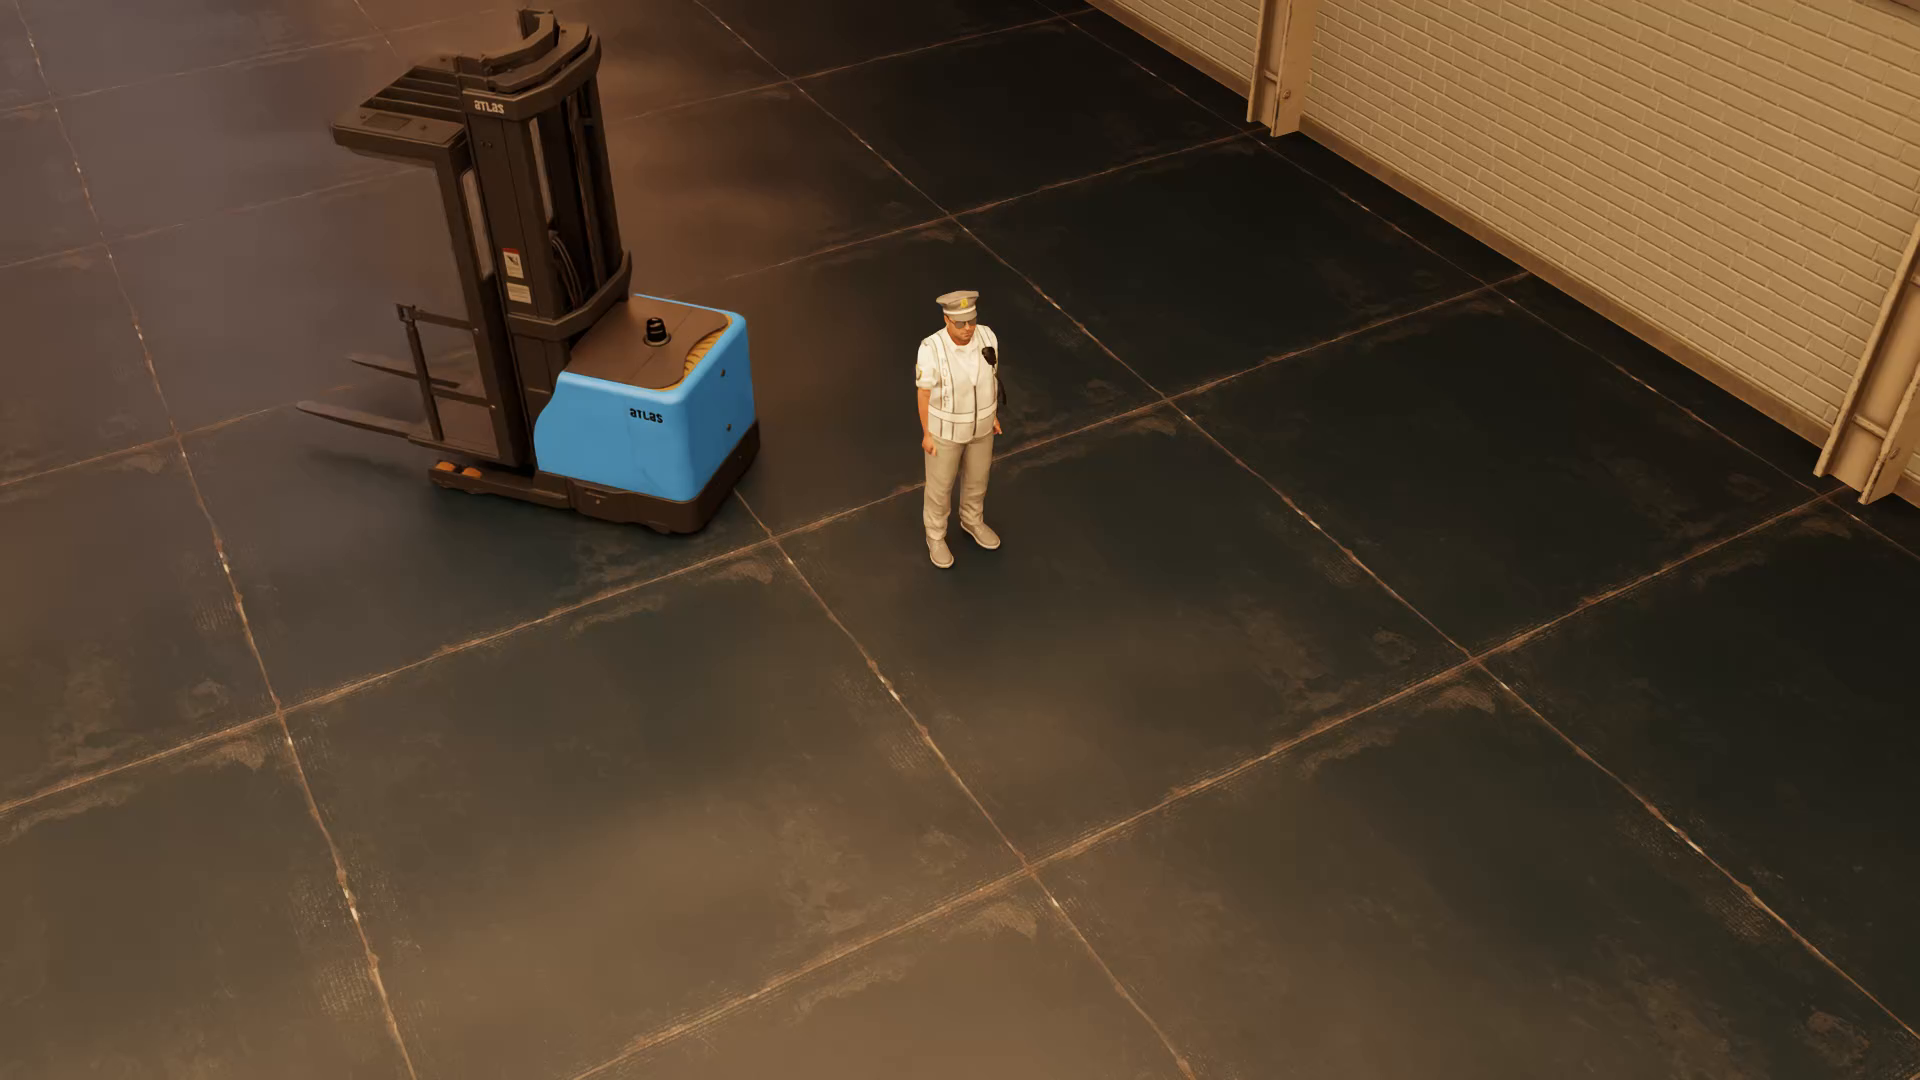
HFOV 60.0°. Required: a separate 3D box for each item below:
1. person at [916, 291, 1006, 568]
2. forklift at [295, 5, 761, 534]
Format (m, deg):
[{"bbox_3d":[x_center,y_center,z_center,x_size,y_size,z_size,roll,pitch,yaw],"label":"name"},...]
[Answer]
[{"bbox_3d":[0.008,-0.680,9.765,0.526,1.776,0.407,-20,44,-23],"label":"person"},{"bbox_3d":[-2.888,-1.730,10.122,3.031,2.935,1.130,13,41,15],"label":"forklift"}]
